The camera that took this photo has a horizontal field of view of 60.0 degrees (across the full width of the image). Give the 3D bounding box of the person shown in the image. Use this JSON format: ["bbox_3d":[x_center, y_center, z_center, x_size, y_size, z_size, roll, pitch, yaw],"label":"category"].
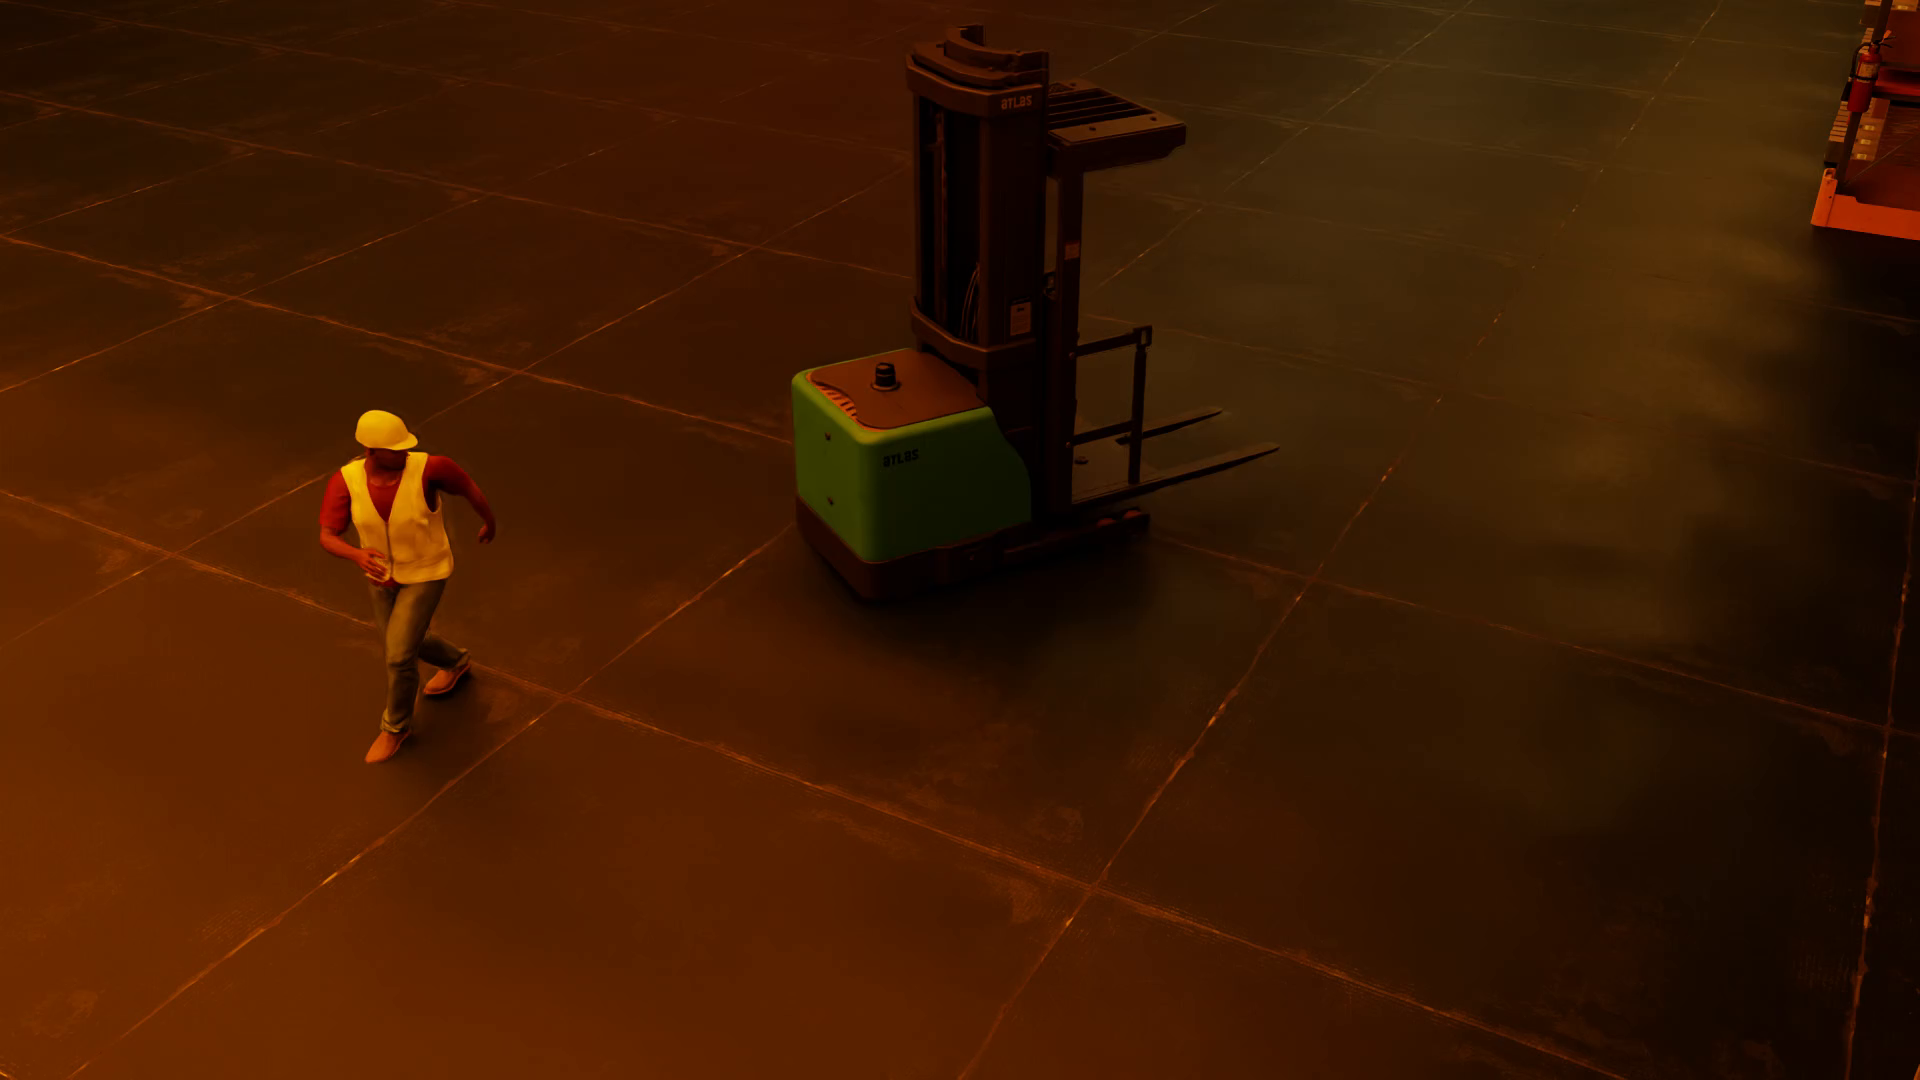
[{"bbox_3d":[-2.712,0.150,8.089,0.582,1.704,0.987,8,31,13],"label":"person"}]

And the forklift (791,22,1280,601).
[{"bbox_3d":[0.557,-1.449,9.581,3.031,2.935,1.130,-16,33,-25],"label":"forklift"}]
